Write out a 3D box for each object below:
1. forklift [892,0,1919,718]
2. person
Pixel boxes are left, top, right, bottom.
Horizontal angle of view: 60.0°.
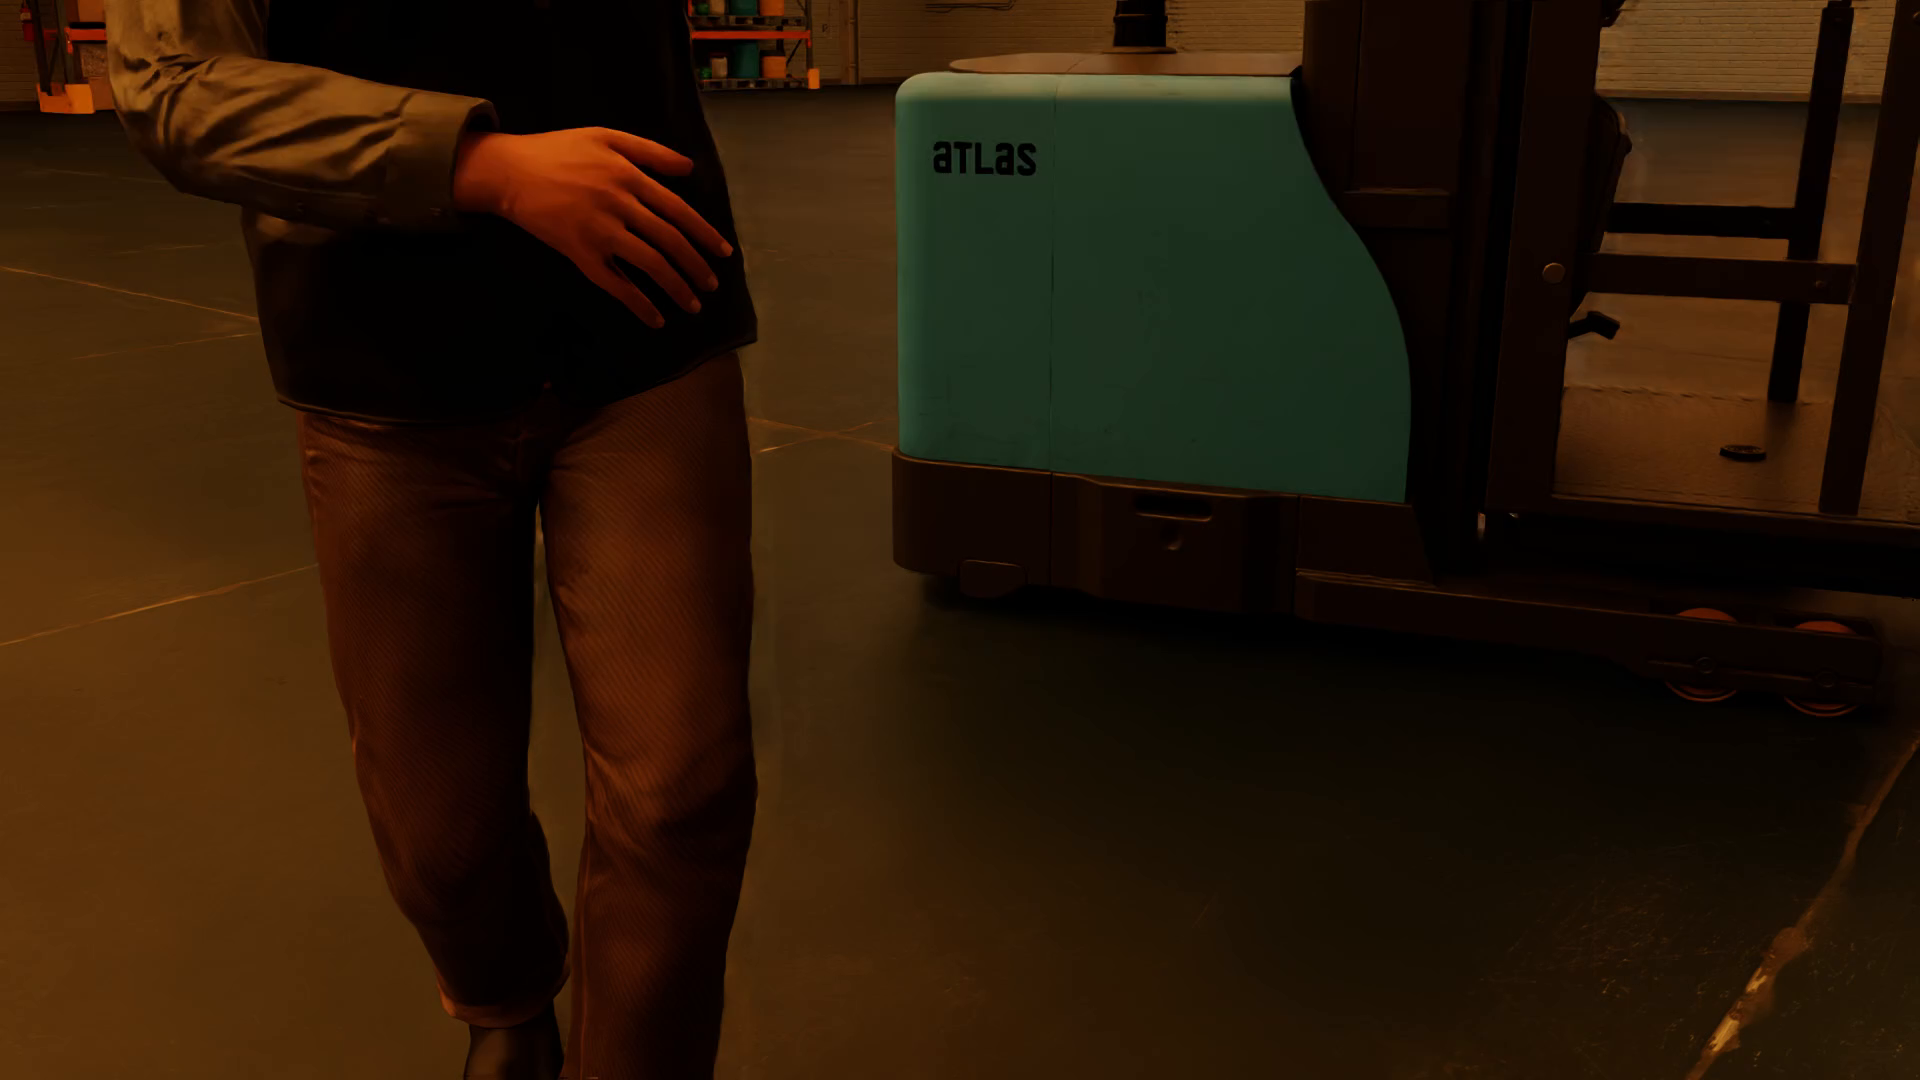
[{"bbox_3d":[1.429,-1.266,3.065,3.031,2.935,1.130,6,18,19],"label":"forklift"},{"bbox_3d":[-0.416,-0.111,1.545,0.570,1.700,0.896,-7,18,-21],"label":"person"}]
